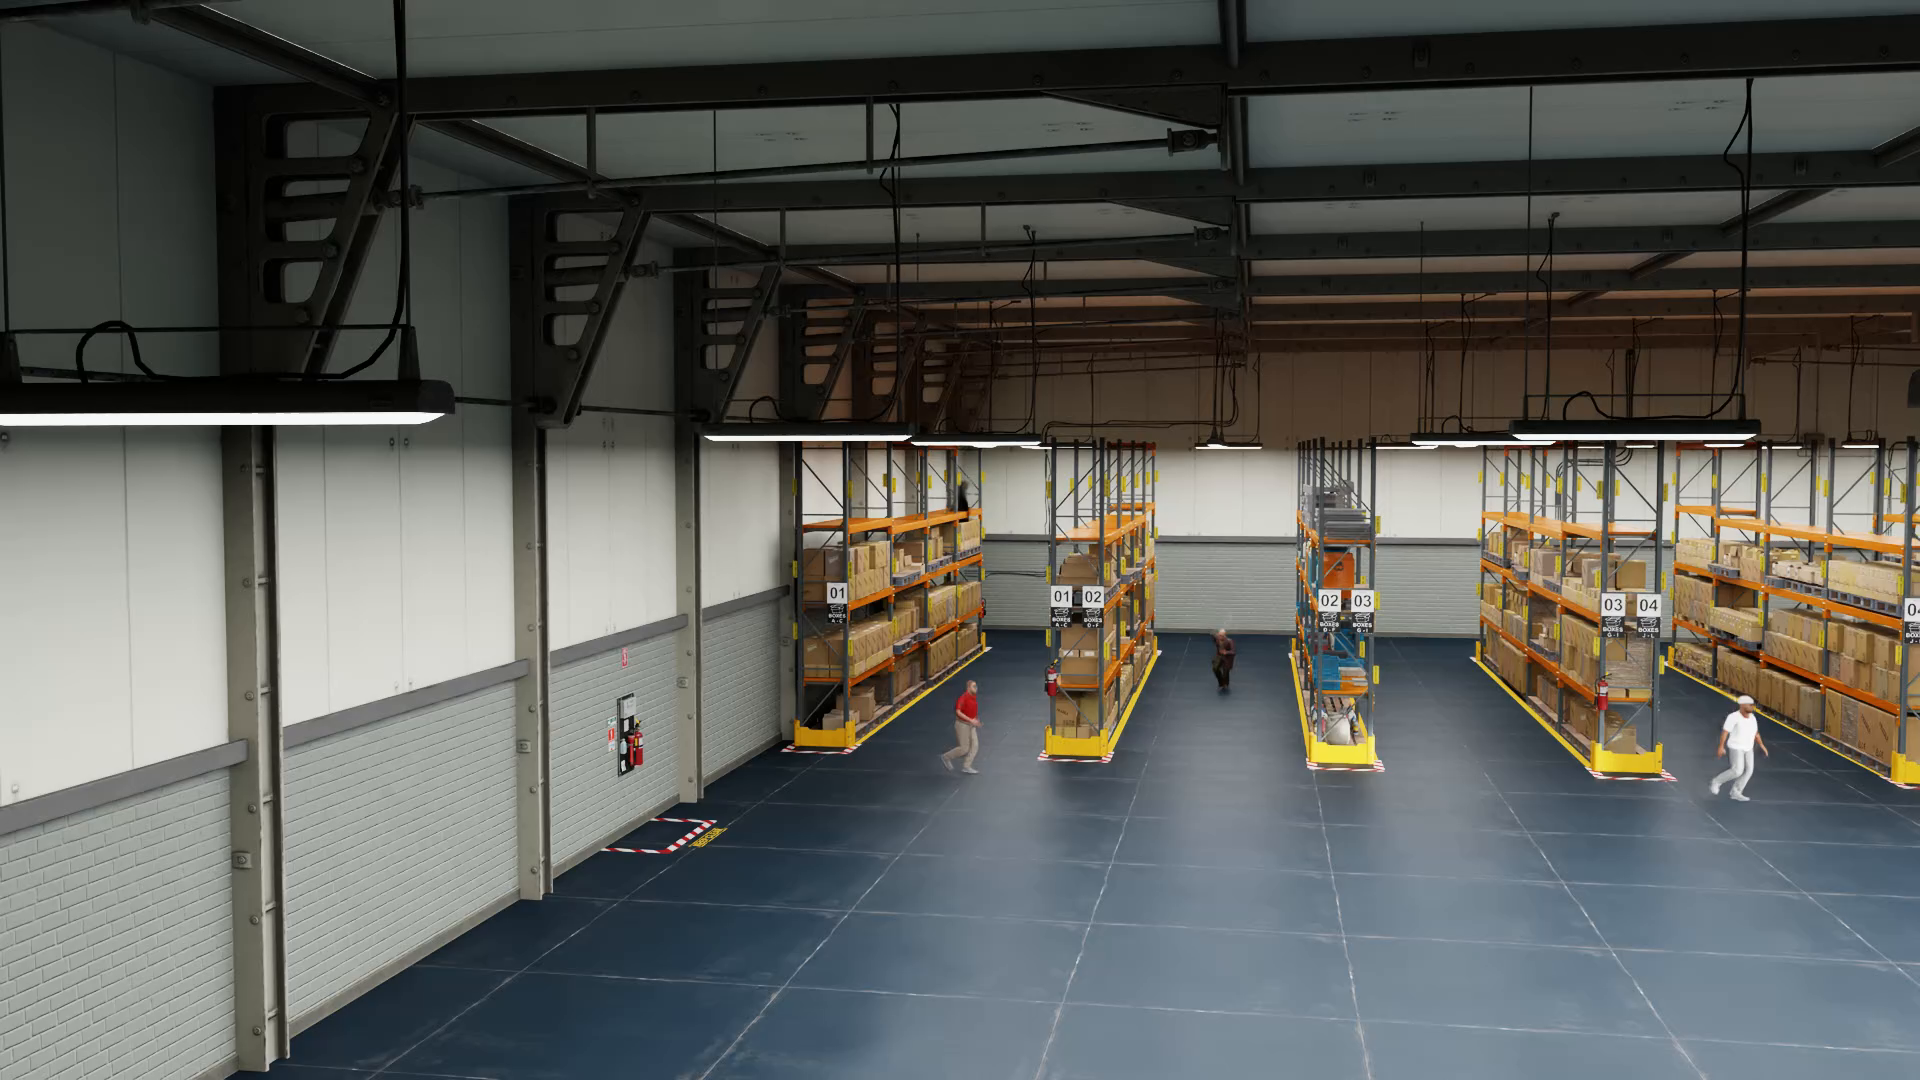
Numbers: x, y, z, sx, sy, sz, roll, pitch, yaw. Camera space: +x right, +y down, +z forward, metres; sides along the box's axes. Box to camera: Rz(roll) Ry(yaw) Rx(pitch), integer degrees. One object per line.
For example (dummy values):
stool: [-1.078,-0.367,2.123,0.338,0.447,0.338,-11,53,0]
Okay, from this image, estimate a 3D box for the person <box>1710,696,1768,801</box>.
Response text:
person: [12.758,3.407,27.304,0.731,1.727,0.681,-2,3,-27]

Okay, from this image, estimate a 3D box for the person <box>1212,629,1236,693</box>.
person: [6.318,2.867,39.685,0.695,1.557,1.240,1,3,24]

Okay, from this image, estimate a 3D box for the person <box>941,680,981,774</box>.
person: [0.050,3.328,29.640,0.772,1.678,0.663,2,3,27]

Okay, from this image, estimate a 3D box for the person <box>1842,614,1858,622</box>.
person: [25.194,2.389,47.036,0.819,1.669,0.499,0,3,-9]
